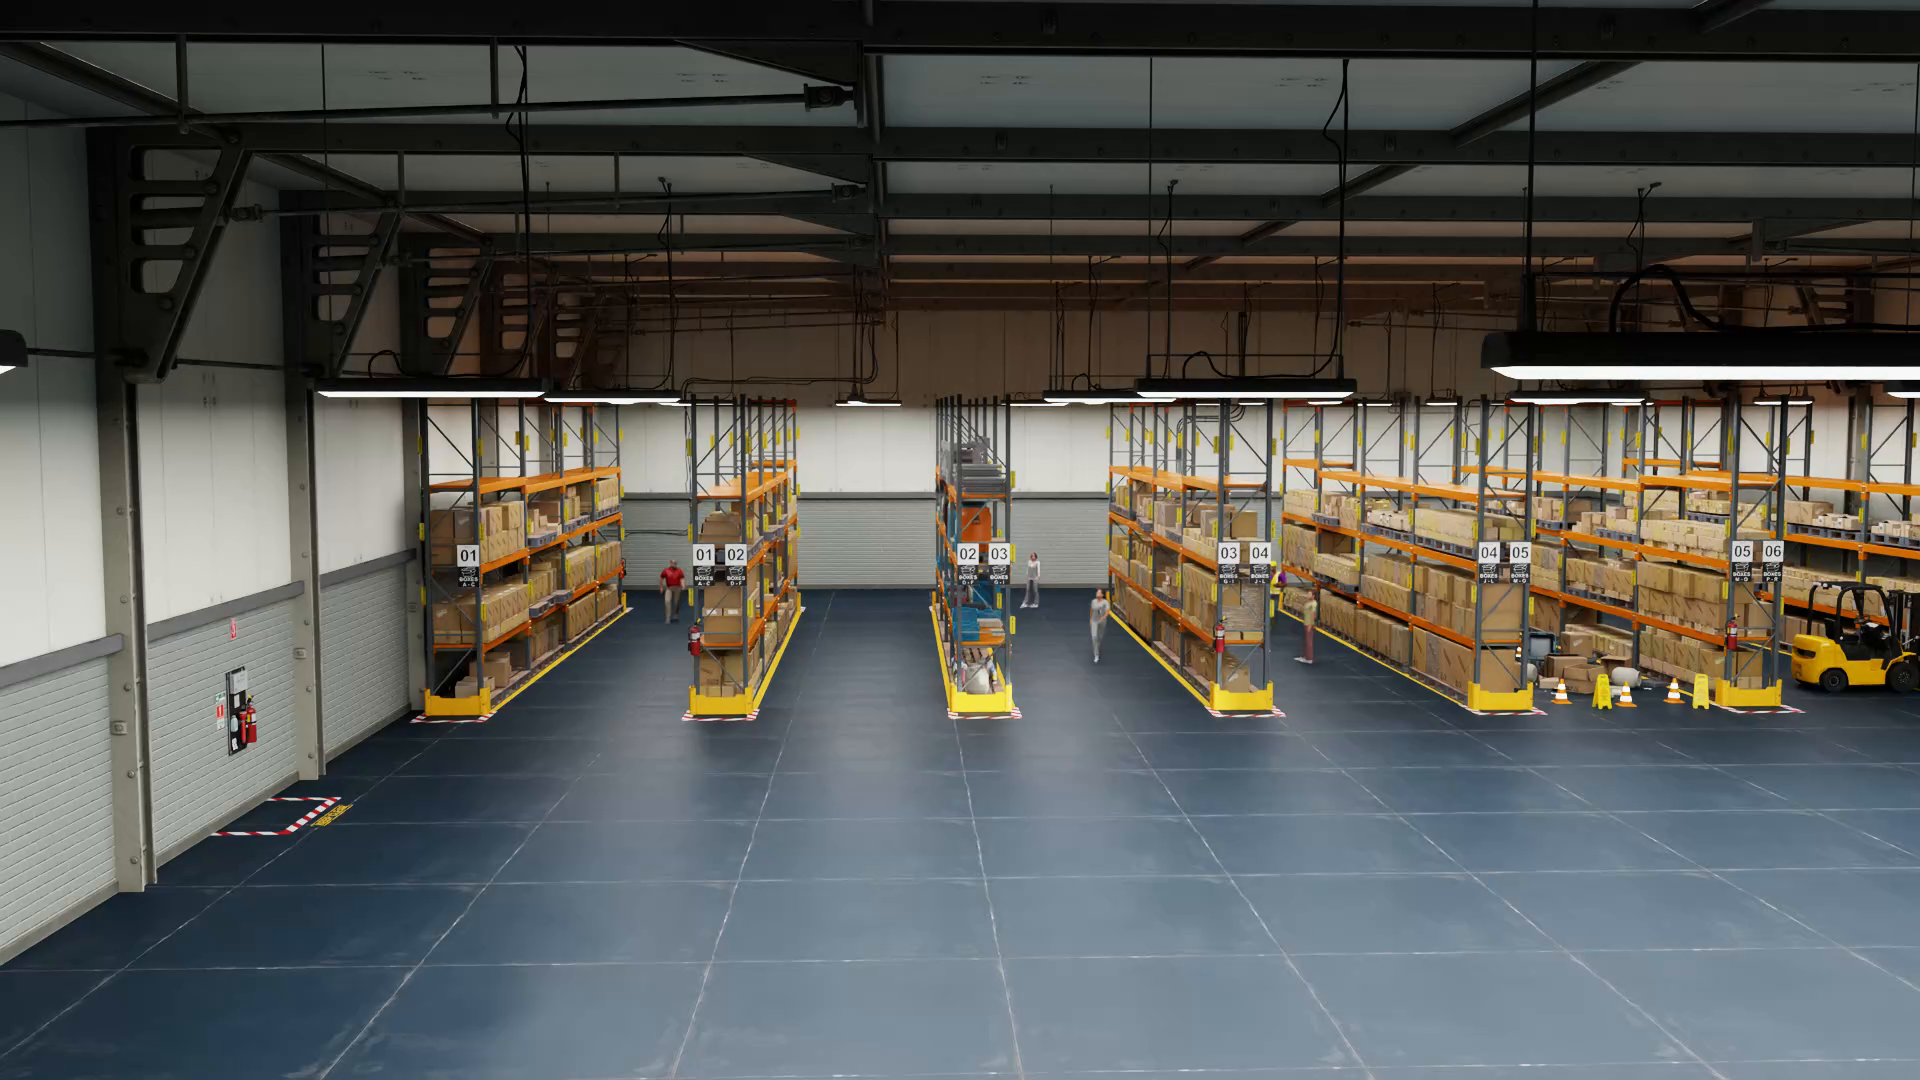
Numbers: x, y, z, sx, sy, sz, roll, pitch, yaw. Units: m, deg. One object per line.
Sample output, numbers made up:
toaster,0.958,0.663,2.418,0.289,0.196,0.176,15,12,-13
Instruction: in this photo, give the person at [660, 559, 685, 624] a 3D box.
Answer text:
person,-7.753,1.370,44.835,0.698,1.716,0.991,0,5,-3

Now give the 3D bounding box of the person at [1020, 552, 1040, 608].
person,2.034,1.160,47.963,0.401,1.597,0.572,4,6,40

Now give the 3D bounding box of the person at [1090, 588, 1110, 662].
person,3.205,1.919,38.117,0.416,1.647,0.982,0,5,-3

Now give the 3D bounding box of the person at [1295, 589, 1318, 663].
person,7.821,1.933,37.559,0.499,1.668,0.510,1,5,12

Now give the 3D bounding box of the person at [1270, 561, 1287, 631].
person,8.199,1.445,43.280,0.574,1.806,0.847,0,4,1
